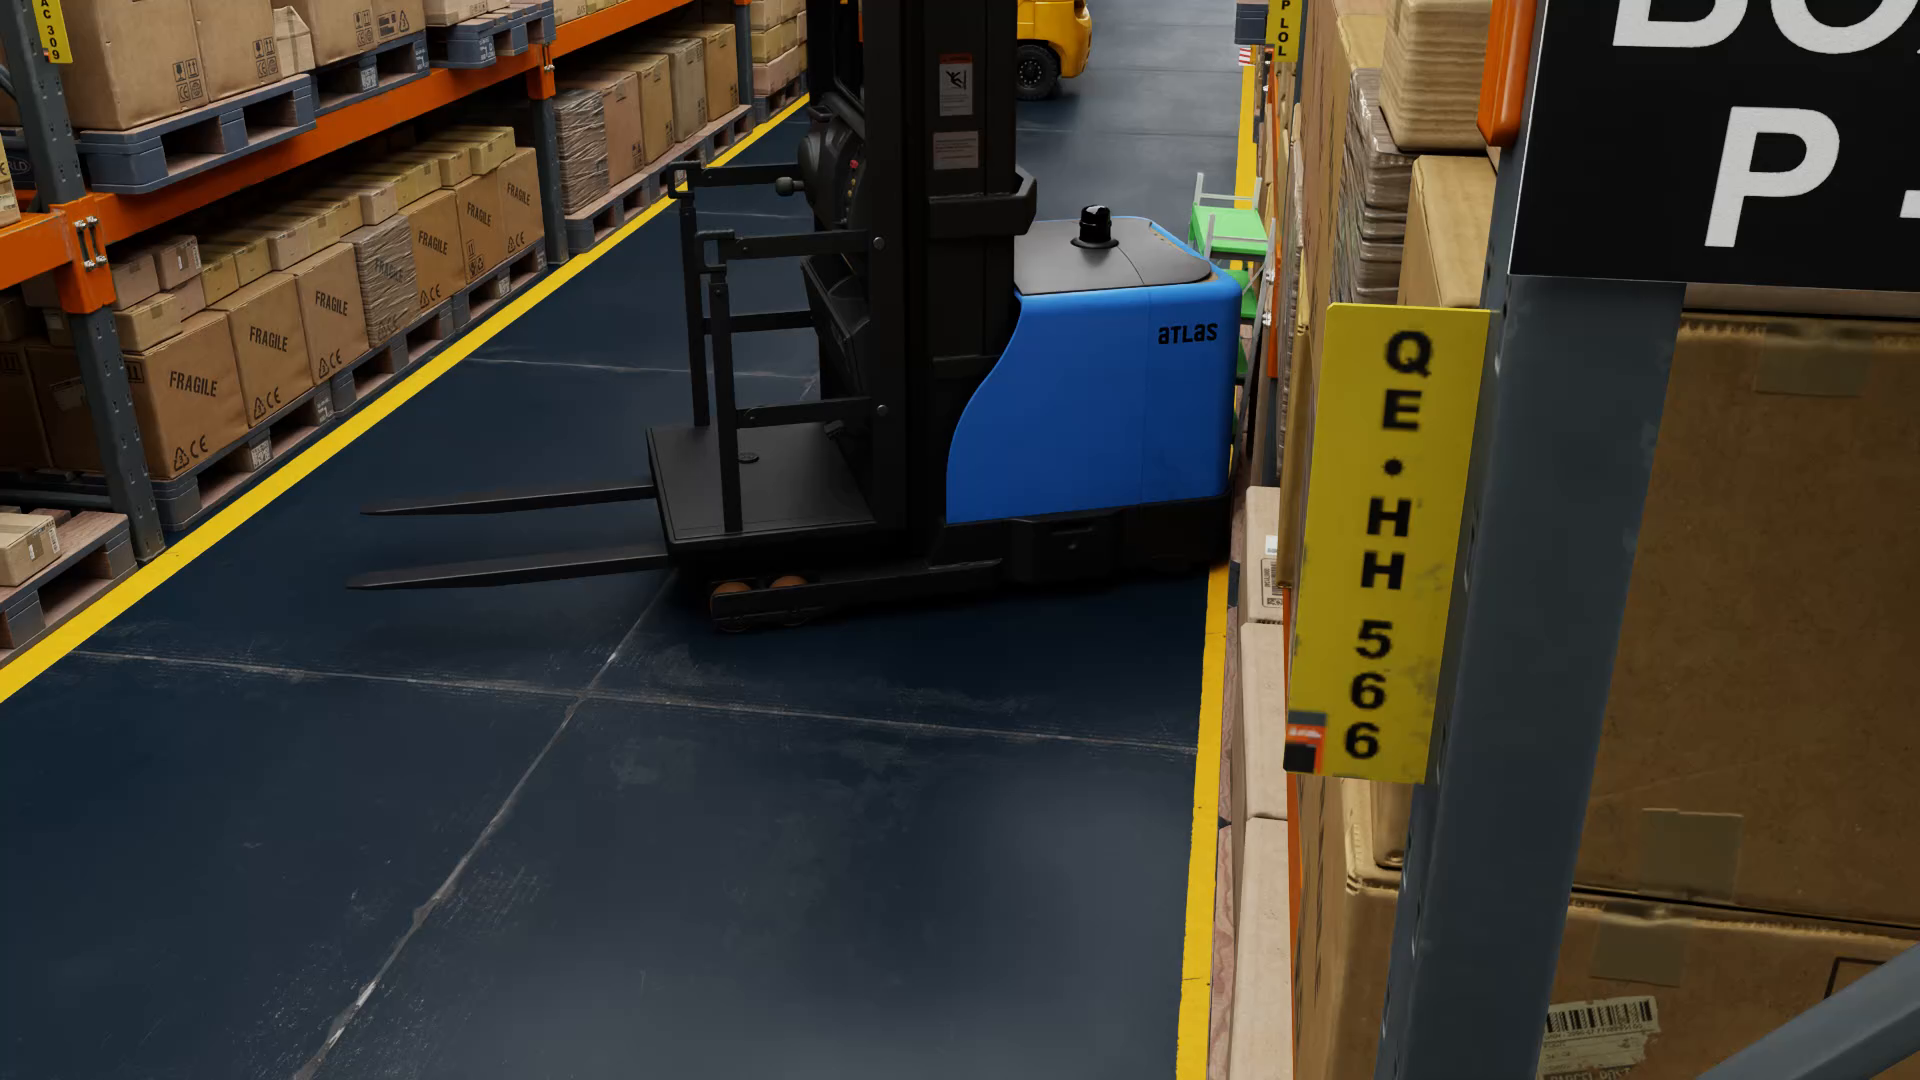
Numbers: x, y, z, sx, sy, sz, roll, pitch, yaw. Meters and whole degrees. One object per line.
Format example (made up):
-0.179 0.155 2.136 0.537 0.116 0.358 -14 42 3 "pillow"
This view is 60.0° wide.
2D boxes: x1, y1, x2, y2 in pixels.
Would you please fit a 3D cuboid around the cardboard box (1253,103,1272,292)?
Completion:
1.912 -1.604 8.150 0.875 0.875 0.875 4 25 8 "cardboard box"

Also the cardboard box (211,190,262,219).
-3.428 -1.503 7.610 0.380 0.149 0.250 3 25 6 "cardboard box"

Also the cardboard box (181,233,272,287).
-3.092 -1.157 6.872 0.380 0.149 0.250 4 25 8 "cardboard box"

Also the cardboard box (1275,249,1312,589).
0.860 -0.221 3.065 0.500 0.500 0.500 5 26 10 "cardboard box"

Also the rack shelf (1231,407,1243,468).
0.942 -0.465 6.480 0.258 0.148 0.480 5 29 0 "rack shelf"

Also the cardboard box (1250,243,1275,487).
1.475 -0.479 5.747 0.875 0.875 0.875 5 26 10 "cardboard box"

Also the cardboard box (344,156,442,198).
-2.810 -1.799 8.243 0.380 0.149 0.250 5 26 10 "cardboard box"

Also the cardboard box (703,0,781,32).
-1.749 -4.253 13.367 0.500 0.250 0.500 4 25 8 "cardboard box"

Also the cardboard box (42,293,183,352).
-3.123 -0.812 6.135 0.380 0.149 0.250 5 26 11 "cardboard box"

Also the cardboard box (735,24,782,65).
-1.754 -4.027 13.473 0.500 0.250 0.500 4 25 8 "cardboard box"

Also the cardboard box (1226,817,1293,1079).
0.950 0.990 3.123 0.875 0.438 0.875 5 25 10 "cardboard box"

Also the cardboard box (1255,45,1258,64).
2.919 -4.419 14.901 0.500 0.250 0.500 5 26 10 "cardboard box"

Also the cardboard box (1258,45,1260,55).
2.756 -4.309 13.782 0.500 0.500 0.500 5 26 11 "cardboard box"

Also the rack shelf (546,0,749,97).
-2.464 -3.513 11.065 1.077 0.370 4.000 4 25 9 "rack shelf"

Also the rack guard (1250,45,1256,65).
3.402 -4.842 16.004 1.175 0.500 0.348 4 25 9 "rack guard"

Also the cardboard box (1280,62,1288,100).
1.438 -1.773 6.087 0.500 0.250 0.500 5 25 10 "cardboard box"

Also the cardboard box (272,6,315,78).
-2.839 -2.013 6.675 0.396 0.266 0.258 5 26 11 "cardboard box"

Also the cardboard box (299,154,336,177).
-3.351 -1.831 8.312 0.380 0.149 0.250 3 25 6 "cardboard box"

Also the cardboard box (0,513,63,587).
-3.246 0.025 5.525 0.380 0.149 0.250 3 25 7 "cardboard box"

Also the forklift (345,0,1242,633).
-0.606 -1.264 5.493 3.031 2.935 1.130 -6 26 -13 "forklift"

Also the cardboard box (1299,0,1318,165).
1.048 -1.092 3.746 0.500 0.500 0.500 4 25 8 "cardboard box"

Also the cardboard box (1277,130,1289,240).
1.278 -1.124 5.289 0.500 0.250 0.500 3 25 7 "cardboard box"

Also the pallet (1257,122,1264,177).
2.635 -2.744 11.863 1.003 0.211 1.213 4 25 9 "pallet"

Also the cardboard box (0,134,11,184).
-3.287 -1.166 5.029 0.500 0.250 0.500 5 25 10 "cardboard box"

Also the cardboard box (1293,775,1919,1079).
0.617 0.421 1.694 0.500 0.500 0.500 4 25 9 "cardboard box"

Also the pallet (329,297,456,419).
-3.152 -0.921 7.968 1.003 0.211 1.213 4 25 9 "pallet"

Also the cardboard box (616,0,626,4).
-2.313 -3.529 10.427 0.500 0.250 0.500 3 25 7 "cardboard box"

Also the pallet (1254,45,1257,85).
3.234 -4.373 15.344 1.003 0.211 1.213 4 25 9 "pallet"

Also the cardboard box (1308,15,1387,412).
0.784 -0.457 2.391 0.500 0.500 0.500 4 25 8 "cardboard box"

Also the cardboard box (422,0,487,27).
-2.644 -2.661 8.077 0.500 0.250 0.500 3 25 6 "cardboard box"

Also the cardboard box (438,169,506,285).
-2.740 -1.660 8.711 0.500 0.500 0.500 4 25 8 "cardboard box"

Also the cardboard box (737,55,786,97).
-1.731 -3.799 13.576 0.500 0.250 0.500 4 25 9 "cardboard box"

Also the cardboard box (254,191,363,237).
-2.957 -1.478 7.557 0.380 0.149 0.250 4 25 9 "cardboard box"

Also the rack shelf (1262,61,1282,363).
1.780 -1.497 6.759 1.077 0.370 4.000 4 25 9 "rack shelf"

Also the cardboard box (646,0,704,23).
-2.248 -4.292 13.449 0.500 0.250 0.500 5 25 10 "cardboard box"

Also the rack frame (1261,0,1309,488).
1.453 -0.987 4.820 1.000 3.000 0.127 4 25 9 "rack frame"

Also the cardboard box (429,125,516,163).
-2.622 -2.130 8.950 0.380 0.149 0.250 3 25 6 "cardboard box"

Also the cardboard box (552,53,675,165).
-2.467 -2.932 11.281 0.875 0.625 0.625 3 25 6 "cardboard box"

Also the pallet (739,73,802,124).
-1.966 -3.742 13.995 1.003 0.211 1.213 4 25 9 "pallet"

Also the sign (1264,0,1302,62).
0.916 -1.509 4.663 0.100 0.325 0.005 4 25 9 "sign"

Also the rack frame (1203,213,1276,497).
0.953 -0.611 6.119 0.240 1.200 0.015 5 29 0 "rack frame"

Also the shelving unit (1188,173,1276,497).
0.964 -0.729 6.332 0.258 1.200 0.503 5 29 0 "shelving unit"

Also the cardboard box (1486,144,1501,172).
0.678 -0.377 1.456 0.380 0.149 0.250 4 25 9 "cardboard box"

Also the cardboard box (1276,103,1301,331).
1.118 -0.854 4.418 0.500 0.500 0.500 5 26 10 "cardboard box"

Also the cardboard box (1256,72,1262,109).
2.592 -3.543 13.030 0.500 0.250 0.500 5 26 11 "cardboard box"

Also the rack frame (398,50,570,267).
-2.791 -3.002 9.125 1.000 3.000 0.127 4 25 9 "rack frame"

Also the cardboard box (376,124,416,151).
-3.184 -2.157 9.008 0.380 0.149 0.250 5 26 11 "cardboard box"

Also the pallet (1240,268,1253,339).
1.903 -1.072 8.291 1.003 0.211 1.213 4 25 9 "pallet"

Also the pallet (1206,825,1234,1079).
1.054 1.101 3.650 1.003 0.211 1.213 4 25 9 "pallet"

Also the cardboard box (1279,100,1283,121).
1.543 -1.763 6.655 0.500 0.250 0.500 4 25 9 "cardboard box"

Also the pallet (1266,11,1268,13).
2.390 -3.403 10.209 1.003 0.211 1.213 4 25 9 "pallet"

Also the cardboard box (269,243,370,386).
-2.980 -1.006 7.313 0.500 0.500 0.500 3 25 7 "cardboard box"

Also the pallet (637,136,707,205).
-2.416 -2.589 11.533 1.003 0.211 1.213 4 25 9 "pallet"

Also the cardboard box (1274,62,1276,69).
1.779 -2.404 8.025 0.500 0.250 0.500 4 25 8 "cardboard box"
